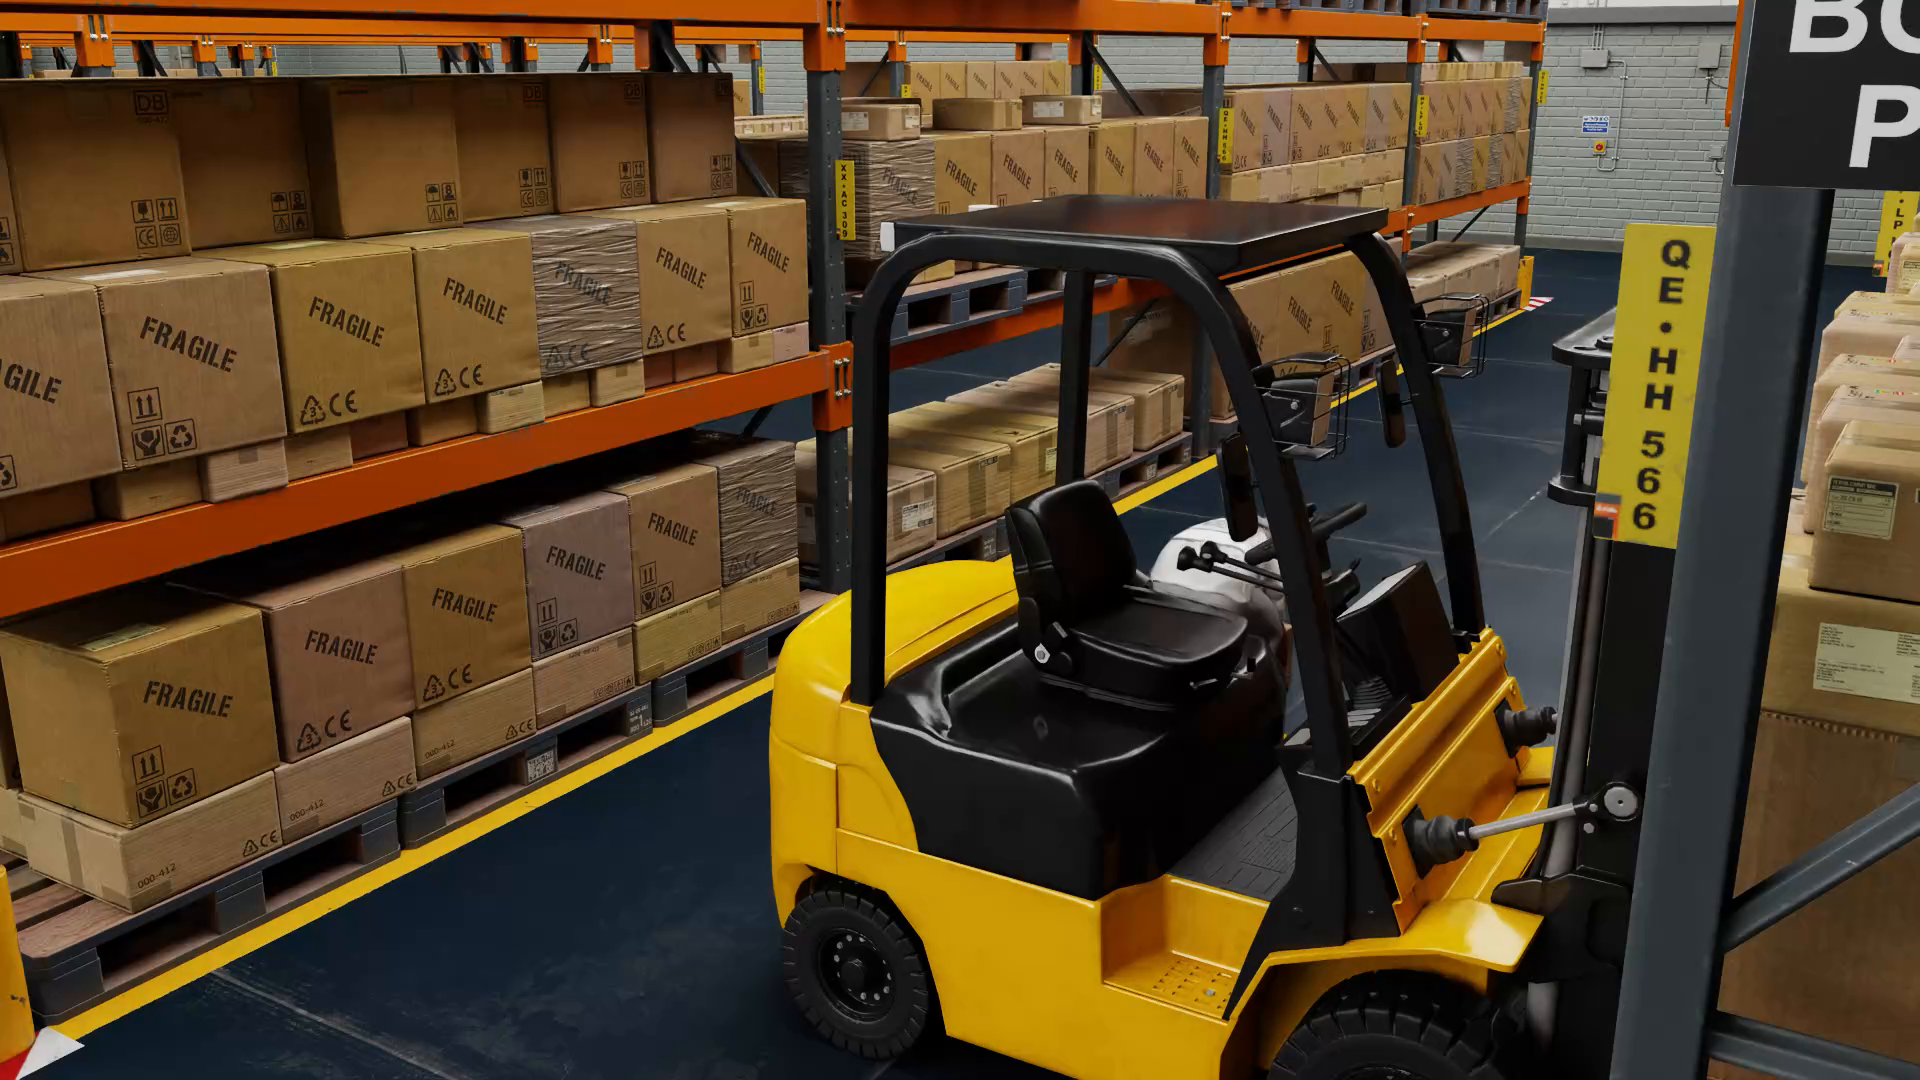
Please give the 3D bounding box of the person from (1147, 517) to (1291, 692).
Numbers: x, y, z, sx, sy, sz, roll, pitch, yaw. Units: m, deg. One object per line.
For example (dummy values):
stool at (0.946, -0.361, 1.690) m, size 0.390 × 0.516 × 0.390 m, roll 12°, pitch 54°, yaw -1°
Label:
person at (1.045, 0.310, 6.545) m, size 0.456 × 0.822 × 0.919 m, roll 9°, pitch 19°, yaw 28°
